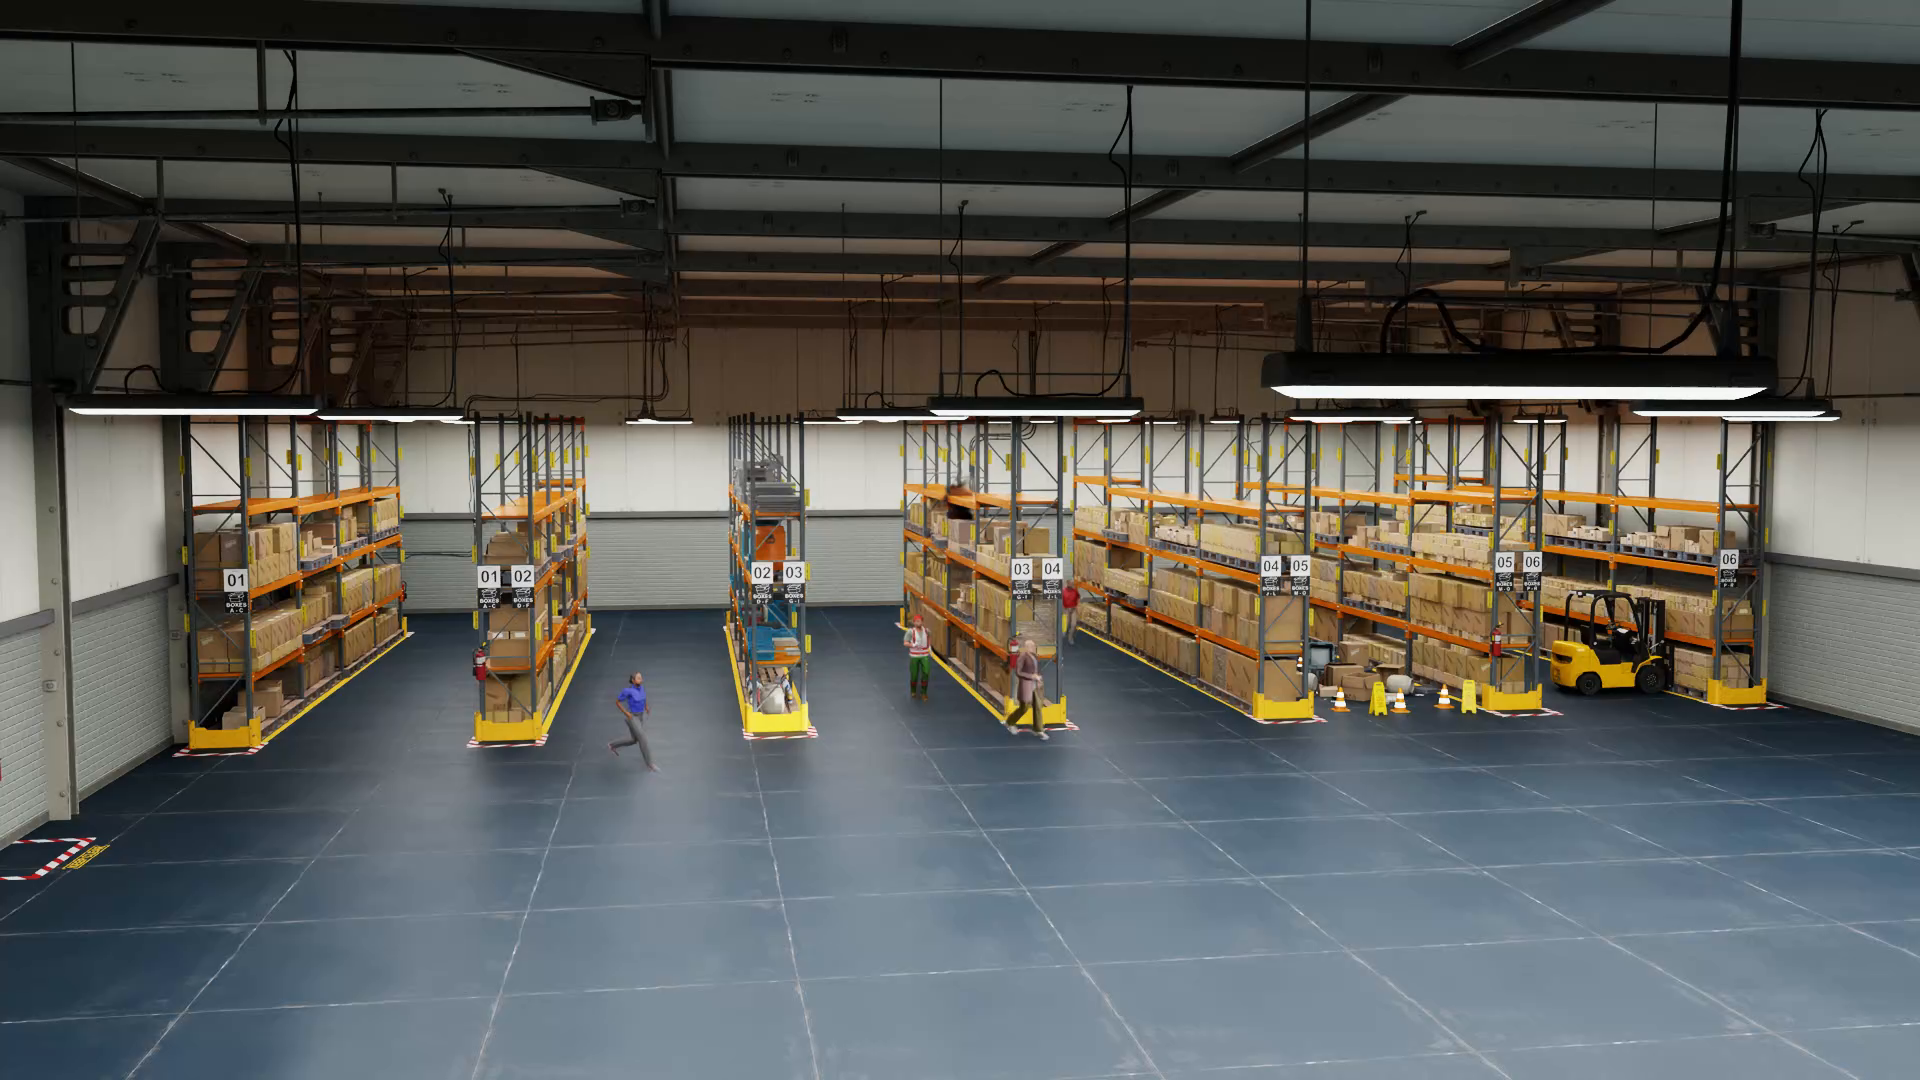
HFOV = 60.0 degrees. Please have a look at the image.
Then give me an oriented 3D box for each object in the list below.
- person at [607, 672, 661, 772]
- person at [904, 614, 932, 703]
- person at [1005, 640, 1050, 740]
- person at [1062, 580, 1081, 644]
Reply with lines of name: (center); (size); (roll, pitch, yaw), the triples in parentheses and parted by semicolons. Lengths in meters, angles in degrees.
person: (-5.450, 3.039, 27.842); (1.040, 1.659, 0.547); (1, 4, 19)
person: (-0.863, 2.472, 34.682); (0.665, 1.851, 0.776); (-1, 4, -14)
person: (1.248, 2.745, 30.634); (0.947, 1.809, 0.734); (3, 5, 40)
person: (2.907, 1.895, 44.152); (0.669, 1.691, 0.643); (-1, 4, -12)
